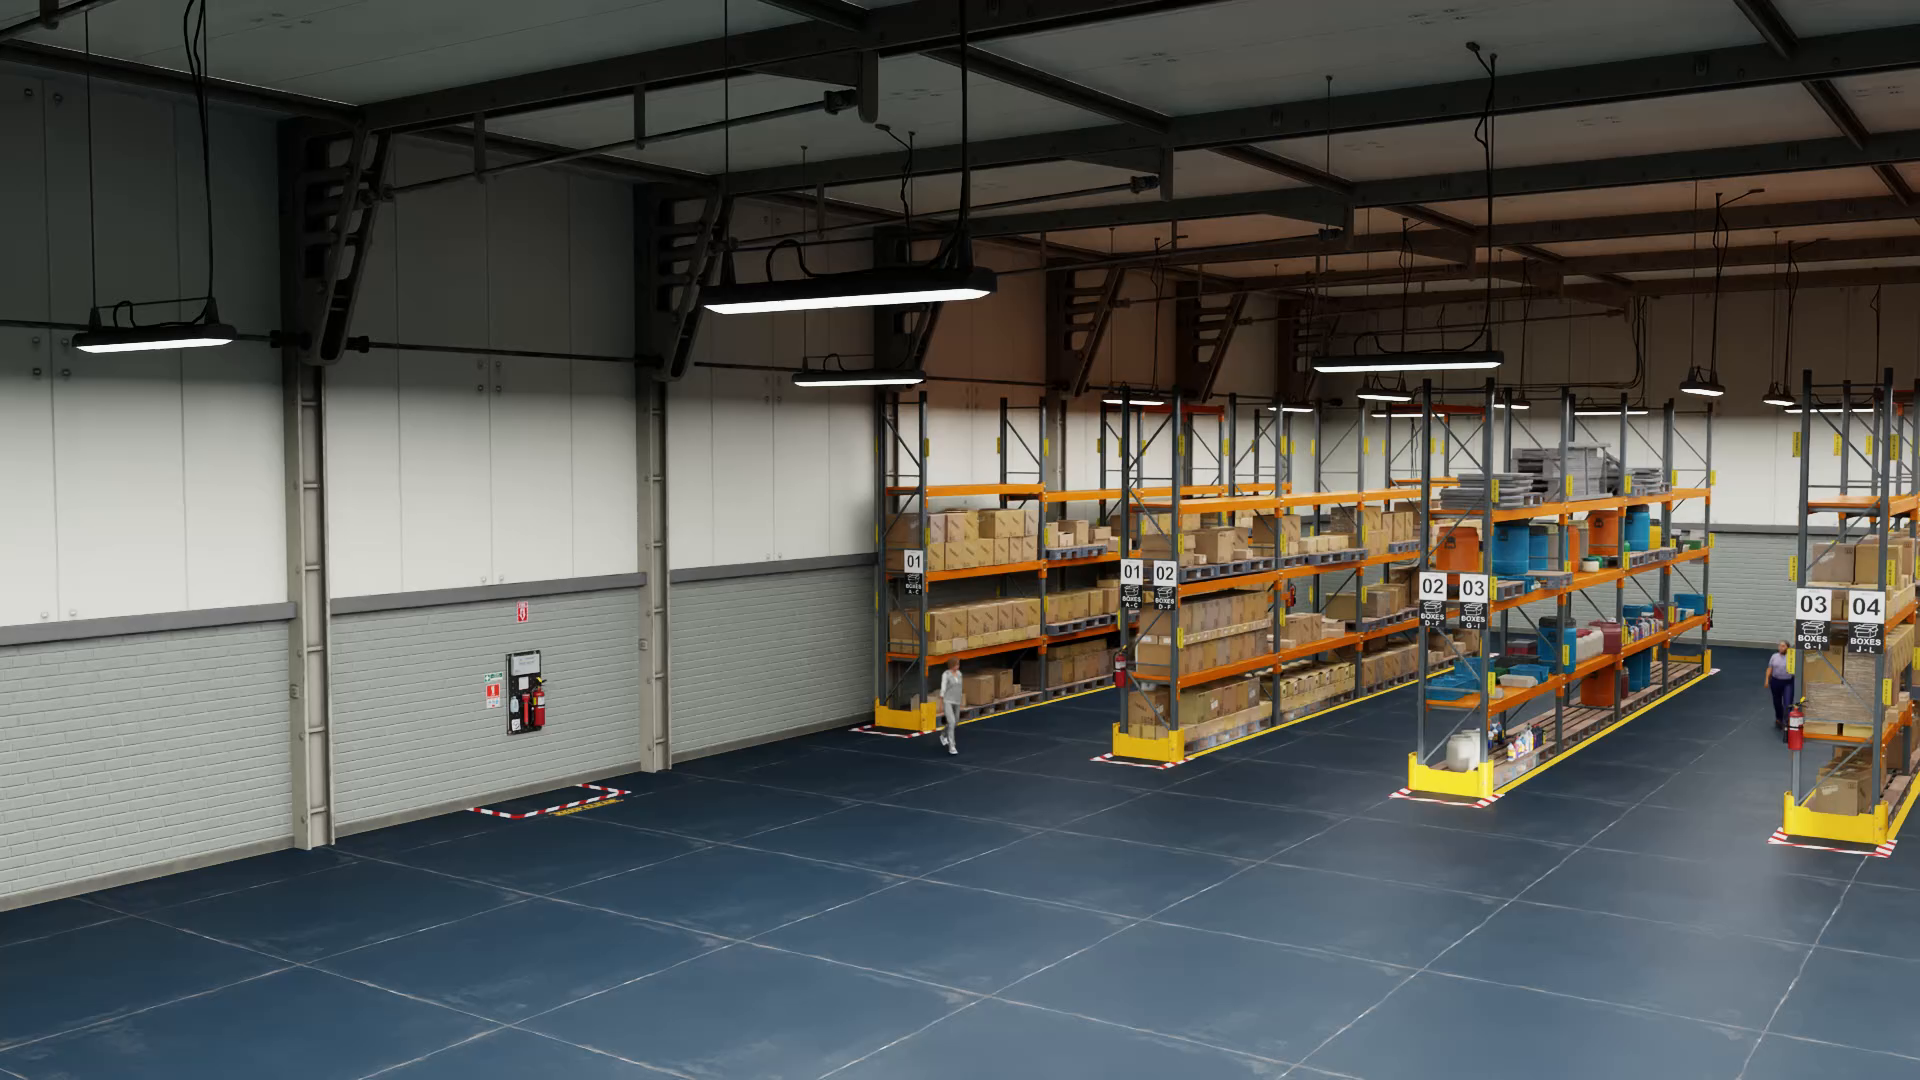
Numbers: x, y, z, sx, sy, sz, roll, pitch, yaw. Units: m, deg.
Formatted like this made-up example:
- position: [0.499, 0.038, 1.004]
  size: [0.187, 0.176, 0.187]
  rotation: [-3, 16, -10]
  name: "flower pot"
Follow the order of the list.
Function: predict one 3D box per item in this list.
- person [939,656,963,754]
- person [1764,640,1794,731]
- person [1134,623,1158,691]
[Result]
- position: [-0.158, 2.693, 27.461]
  size: [0.445, 1.563, 0.792]
  rotation: [-2, 4, -37]
  name: "person"
- position: [14.588, 2.560, 29.476]
  size: [0.578, 1.585, 1.053]
  rotation: [2, 4, 32]
  name: "person"
- position: [3.575, 2.397, 31.934]
  size: [0.519, 1.675, 0.488]
  rotation: [2, 4, 31]
  name: "person"
